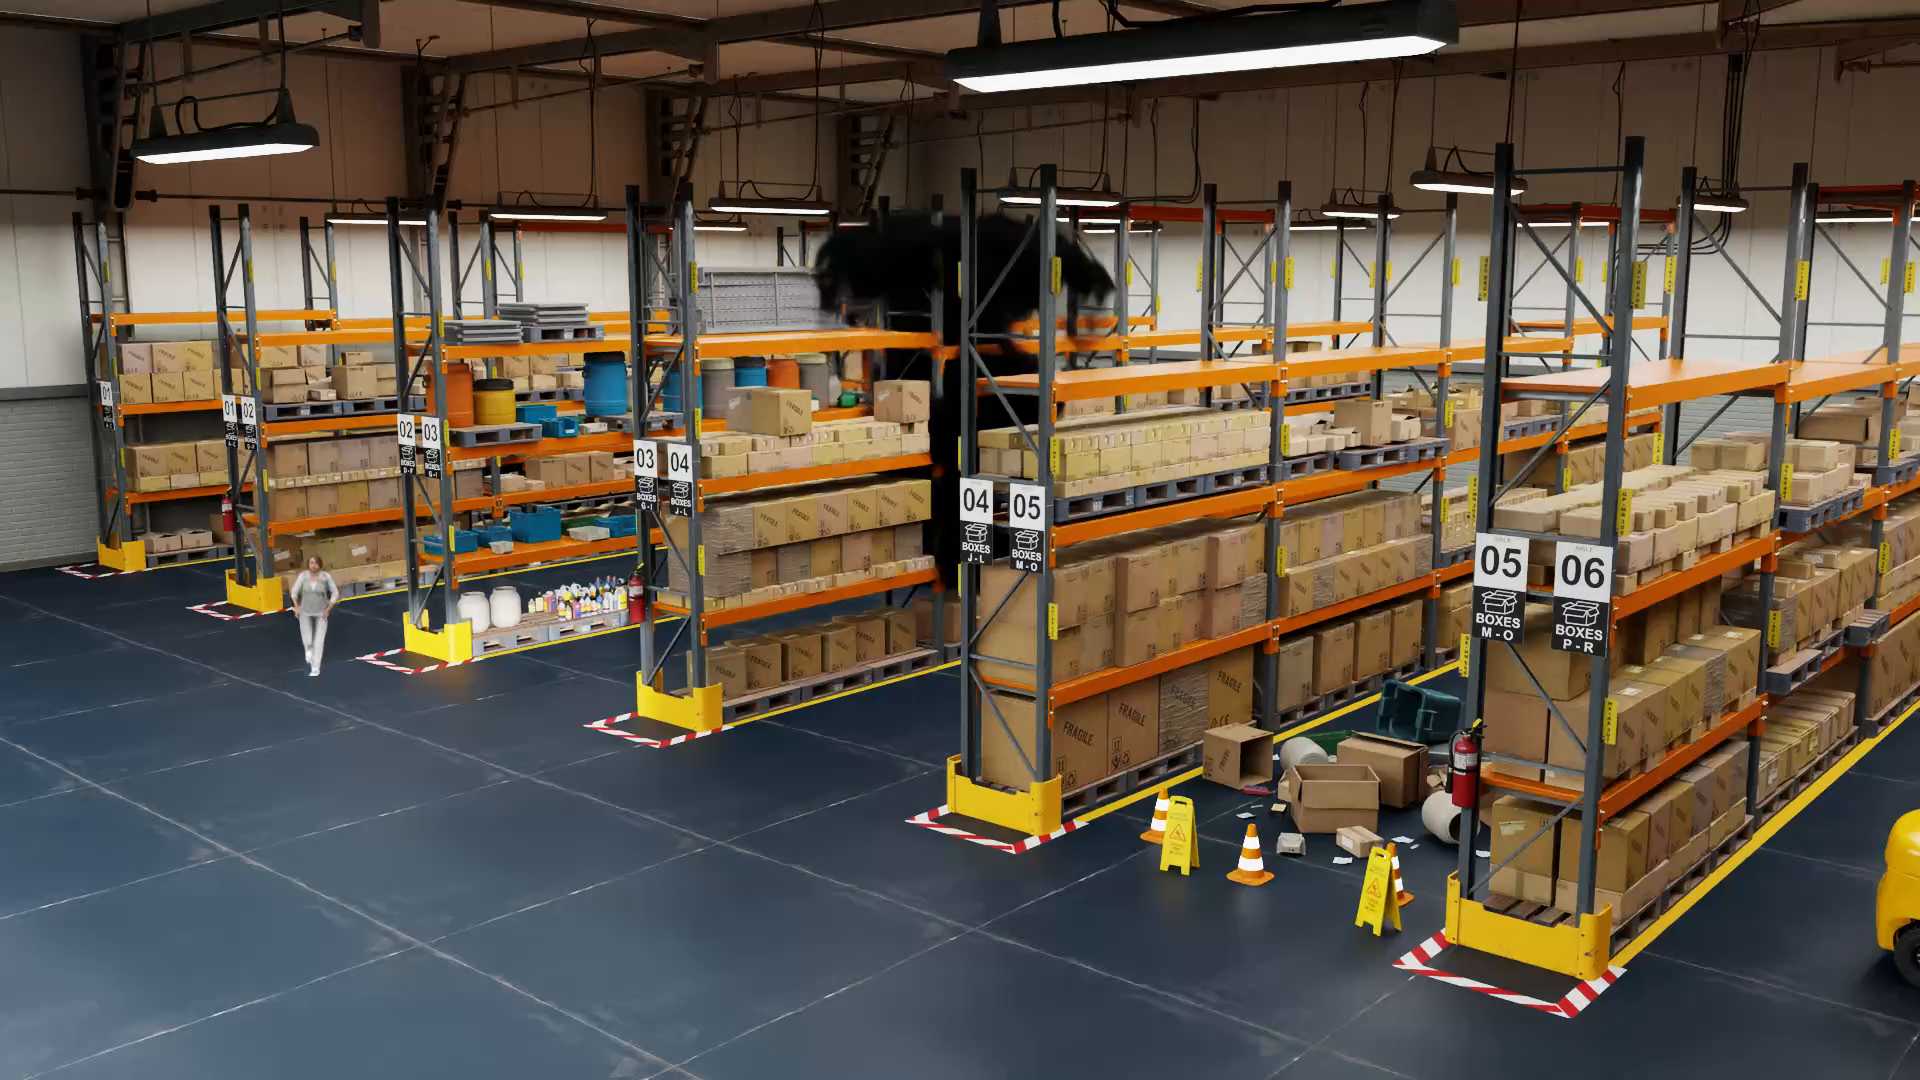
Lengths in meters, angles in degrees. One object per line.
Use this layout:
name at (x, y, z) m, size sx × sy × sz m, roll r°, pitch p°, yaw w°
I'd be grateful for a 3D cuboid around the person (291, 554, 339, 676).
person at (-8.155, 0.933, 21.064) m, size 0.561 × 1.541 × 0.522 m, roll -4°, pitch 10°, yaw -22°
